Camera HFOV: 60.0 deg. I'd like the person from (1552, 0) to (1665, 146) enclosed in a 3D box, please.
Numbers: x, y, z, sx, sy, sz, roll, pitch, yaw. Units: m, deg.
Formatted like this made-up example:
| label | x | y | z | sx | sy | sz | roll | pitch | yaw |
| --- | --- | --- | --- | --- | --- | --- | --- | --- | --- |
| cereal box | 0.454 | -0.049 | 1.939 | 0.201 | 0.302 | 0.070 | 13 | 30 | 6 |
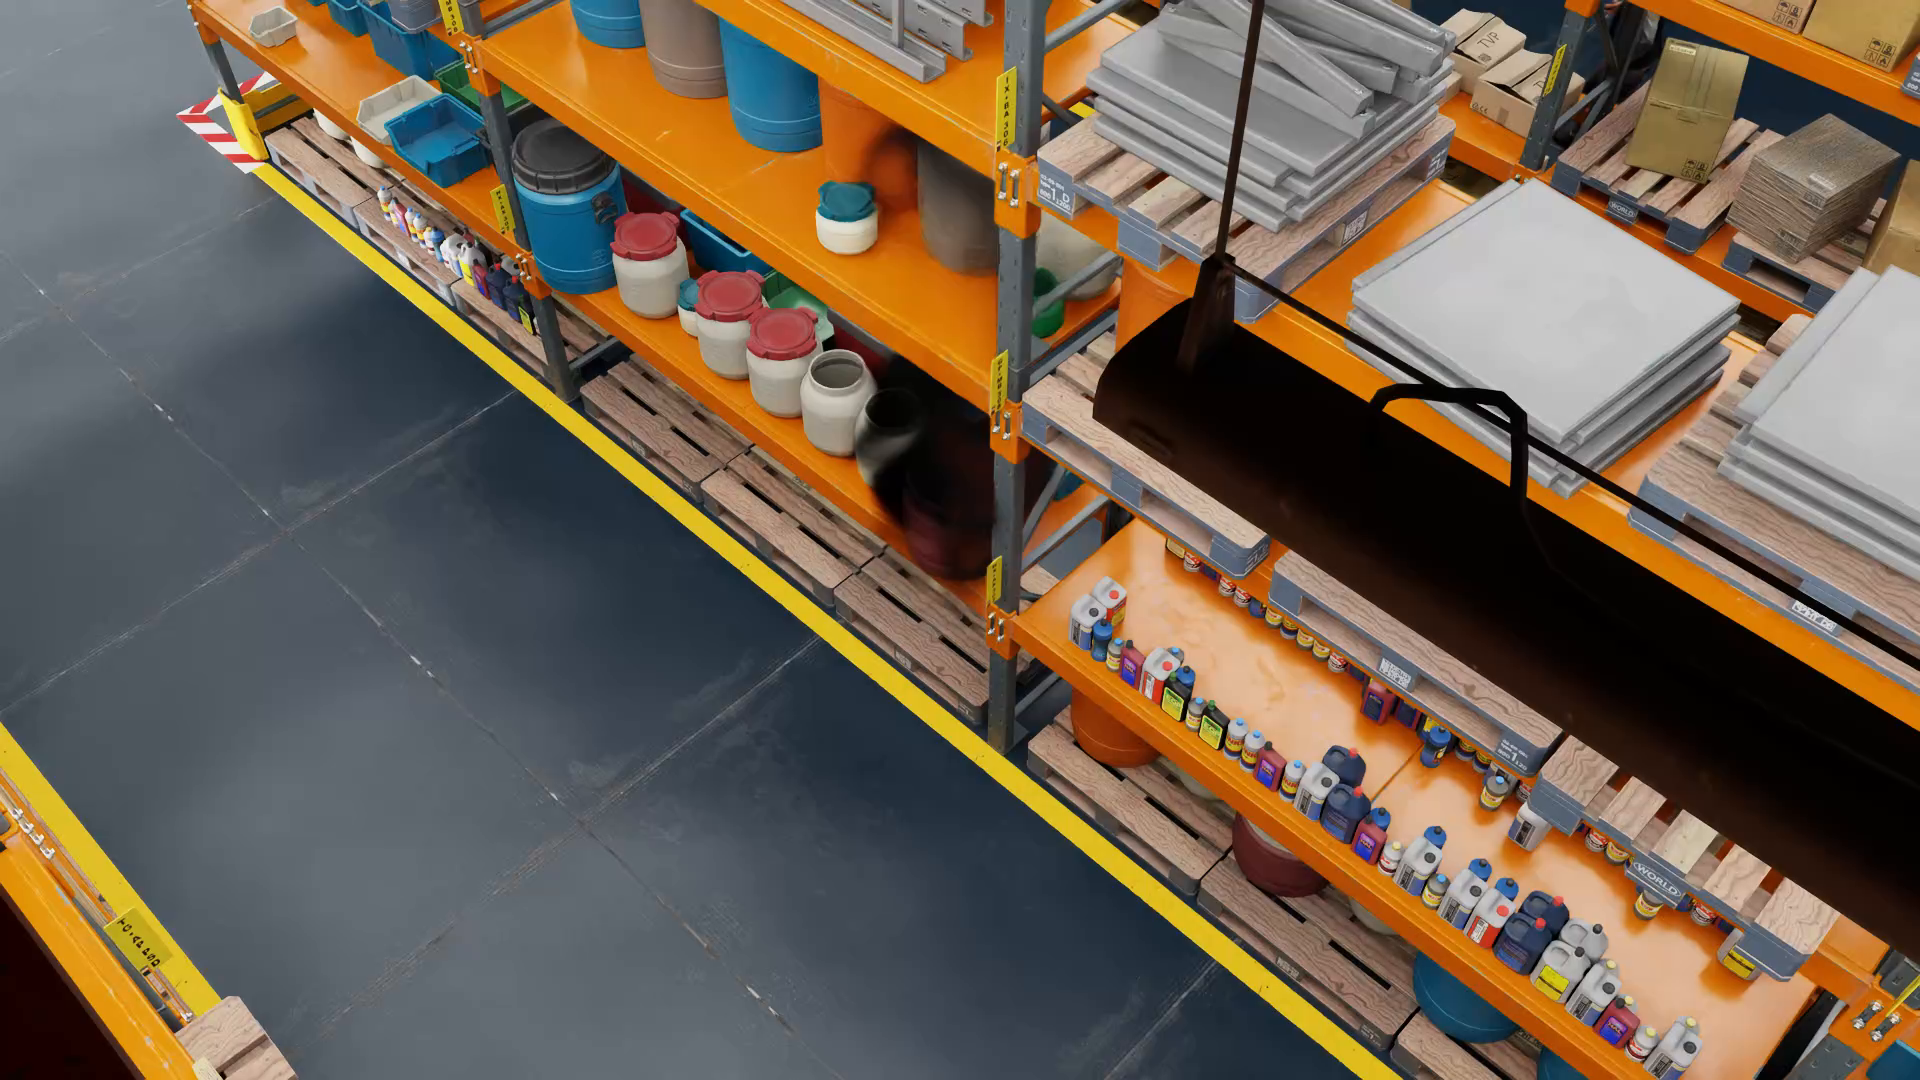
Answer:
| label | x | y | z | sx | sy | sz | roll | pitch | yaw |
| --- | --- | --- | --- | --- | --- | --- | --- | --- | --- |
| person | 4.984 | -3.512 | 12.228 | 0.876 | 1.702 | 0.650 | 33 | 58 | 25 |
